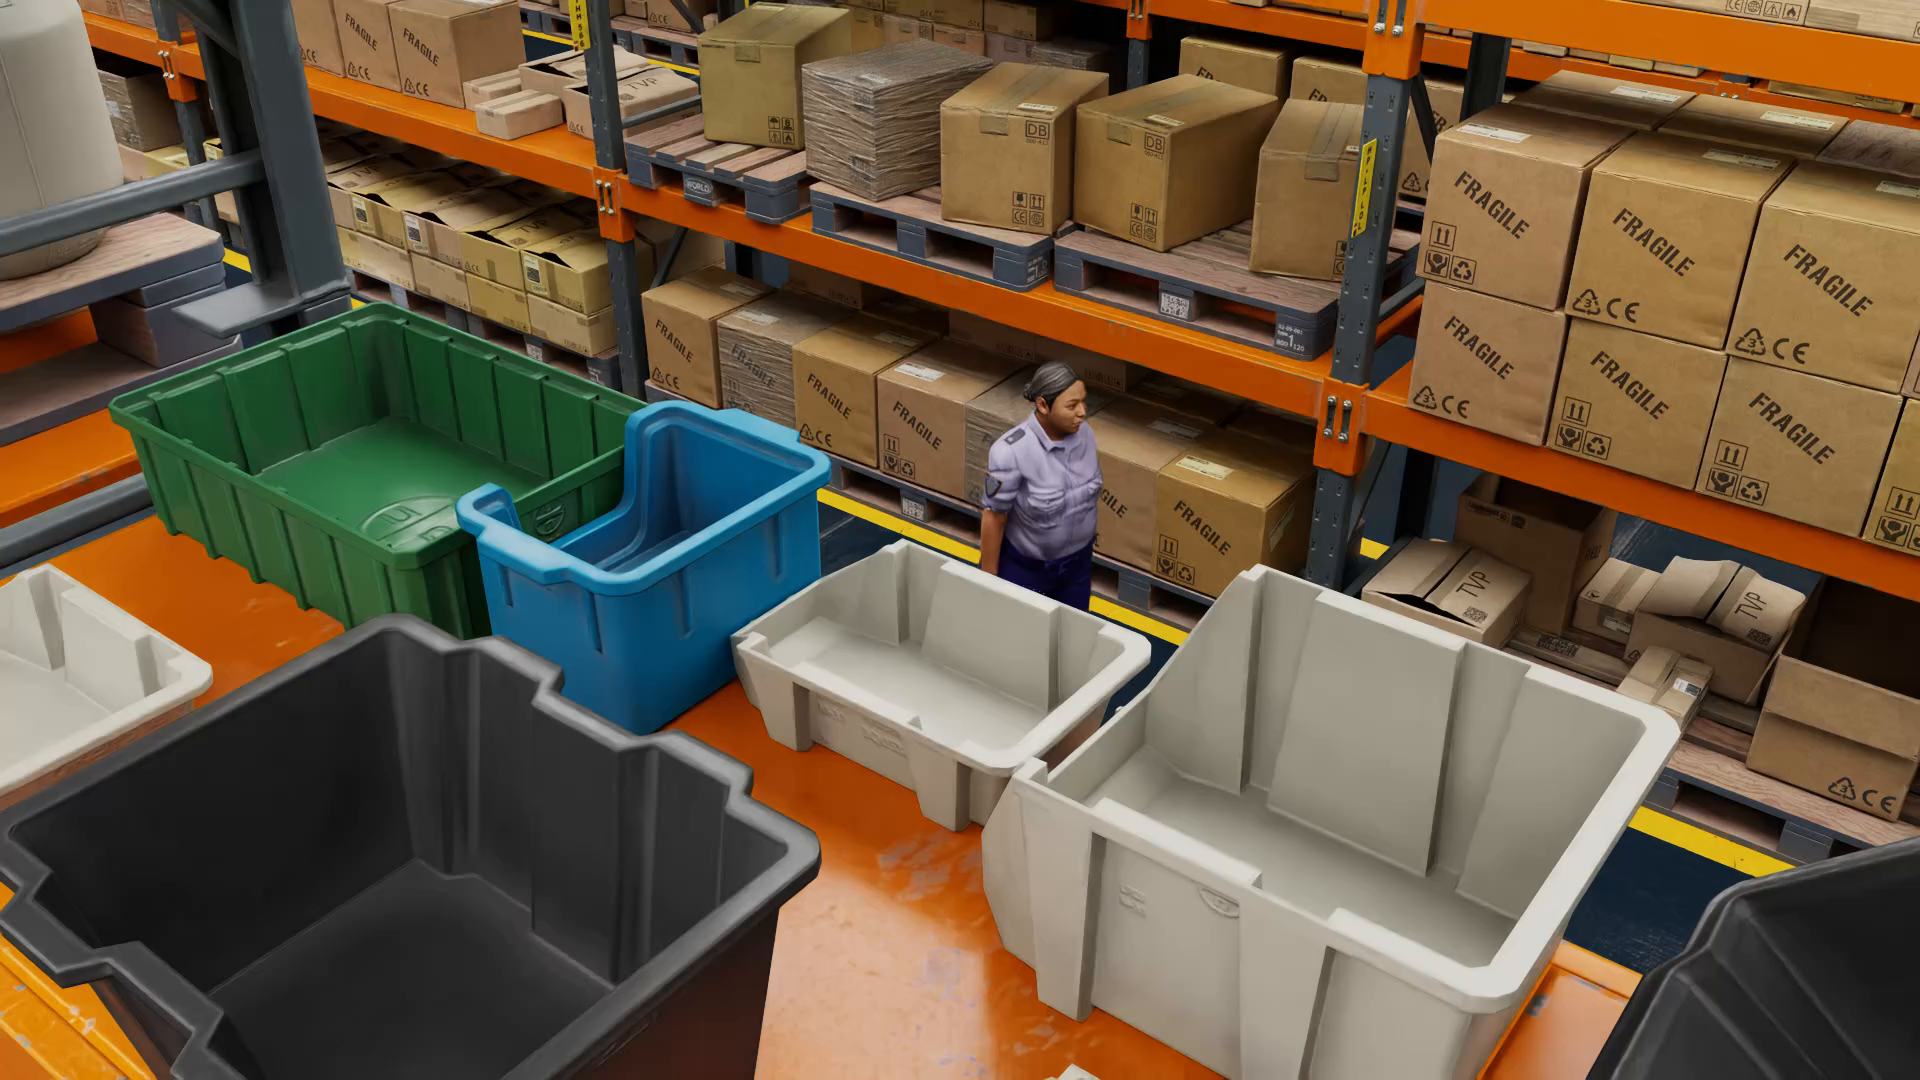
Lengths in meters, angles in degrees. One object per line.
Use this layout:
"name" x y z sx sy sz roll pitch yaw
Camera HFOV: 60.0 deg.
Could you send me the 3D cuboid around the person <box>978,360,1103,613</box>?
"person" 0.238 0.087 6.022 0.514 1.636 0.561 -21 37 -31
